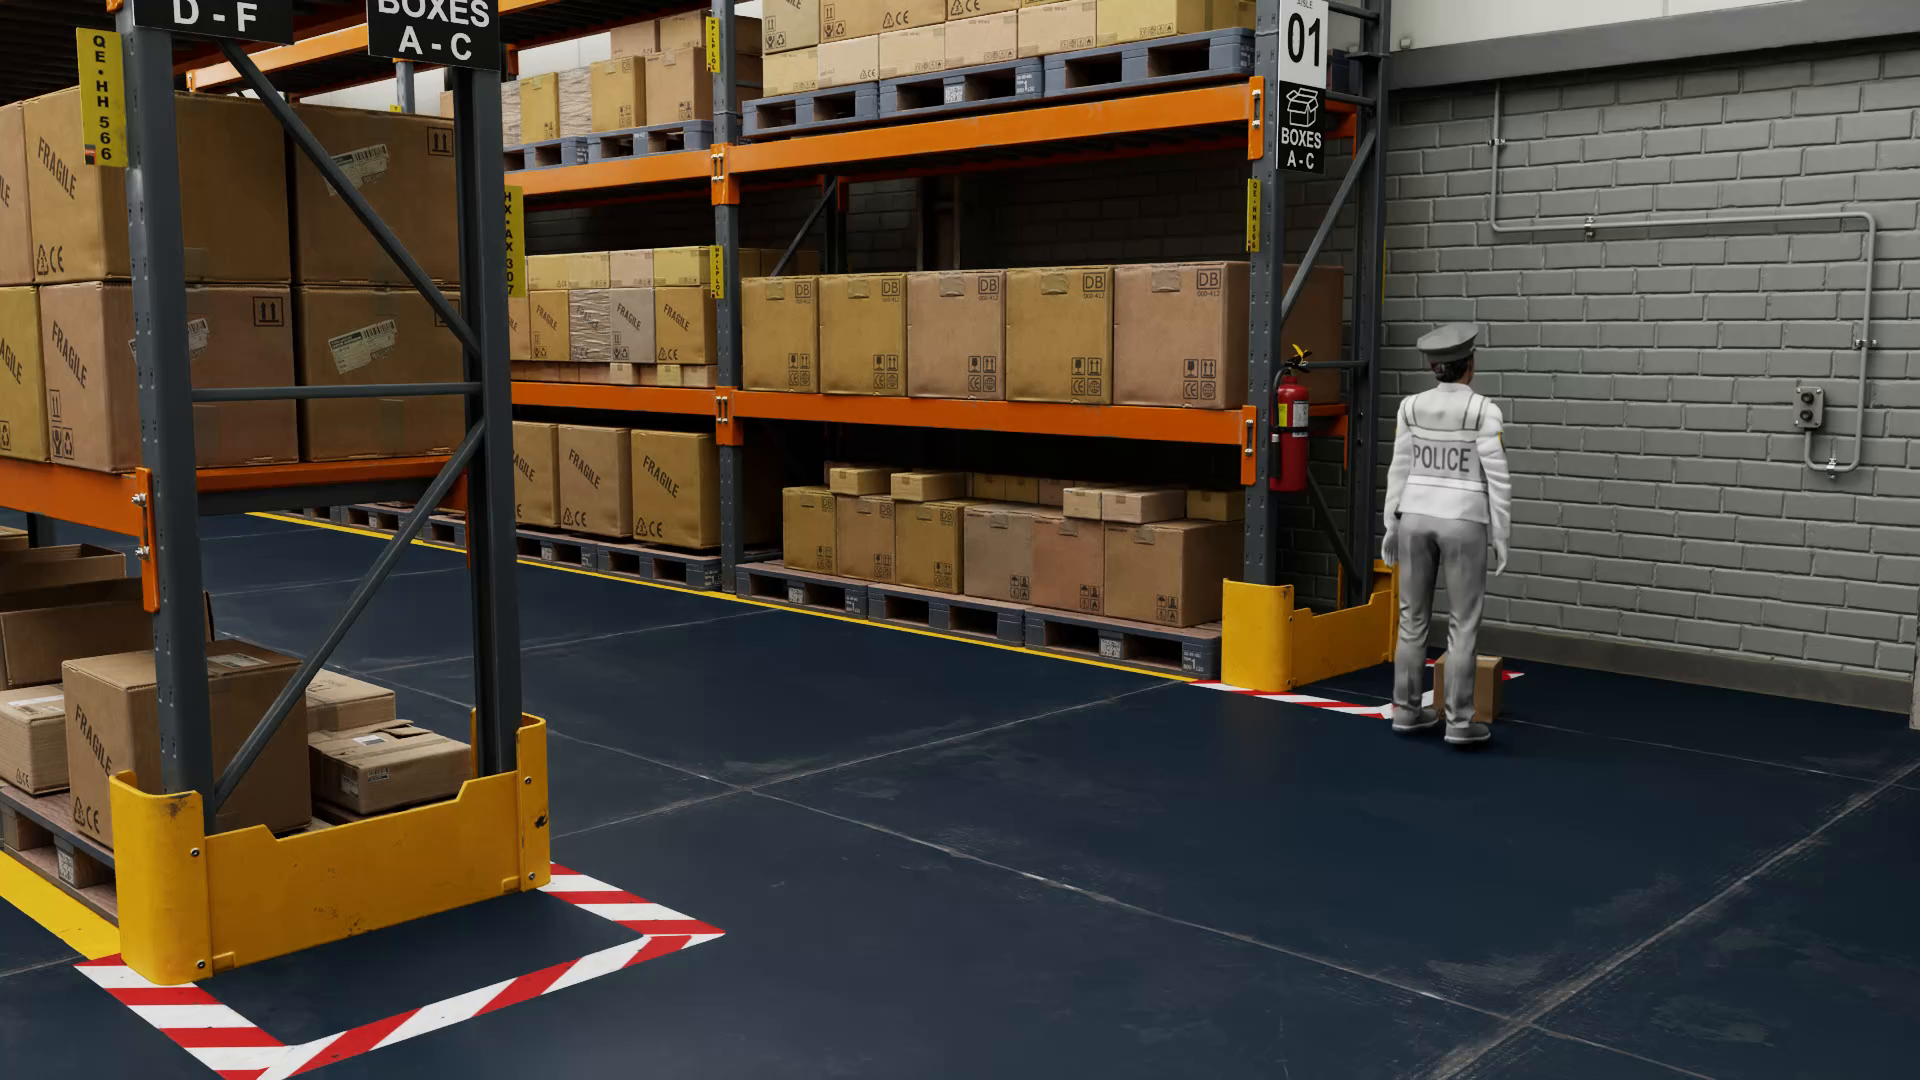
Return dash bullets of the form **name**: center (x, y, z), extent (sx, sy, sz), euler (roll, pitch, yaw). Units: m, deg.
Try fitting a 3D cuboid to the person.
- **person**: center (1.976, -0.033, 6.751), extent (0.534, 1.695, 0.354), euler (5, 9, 35)
